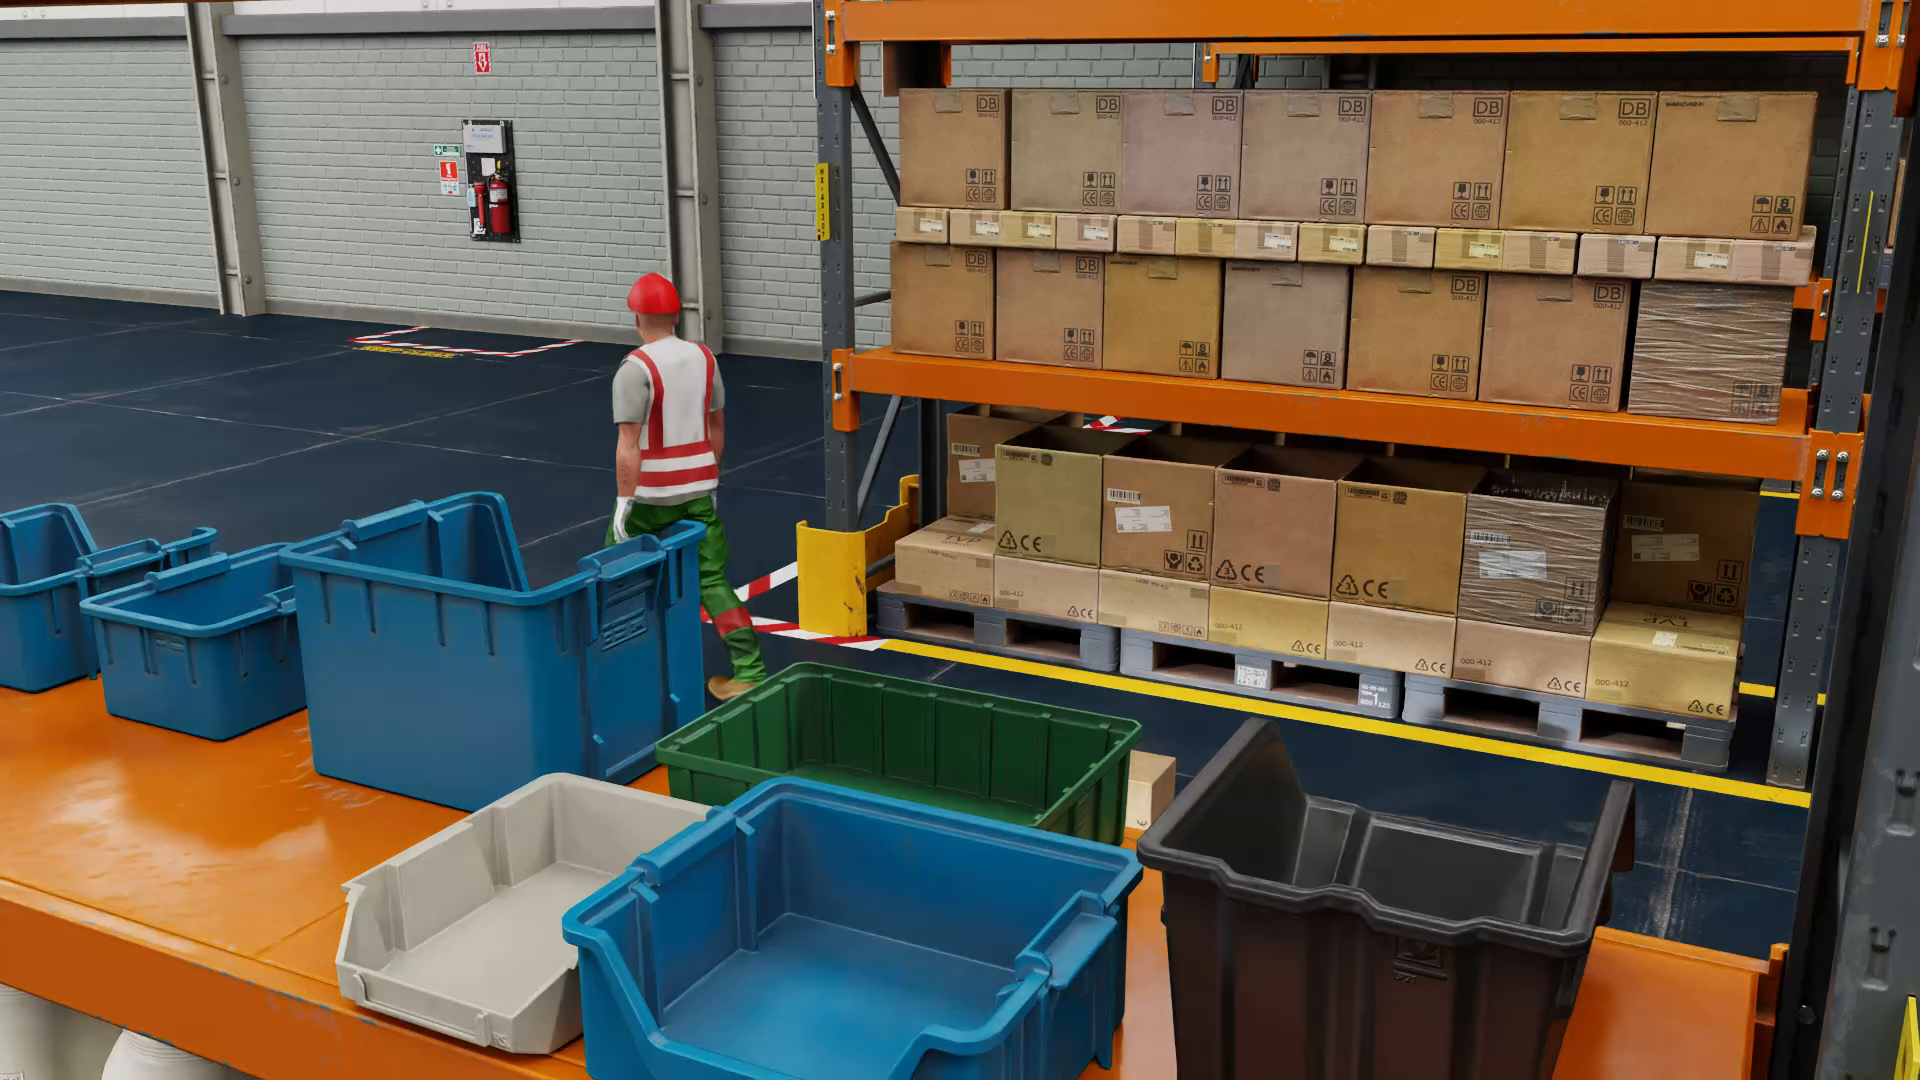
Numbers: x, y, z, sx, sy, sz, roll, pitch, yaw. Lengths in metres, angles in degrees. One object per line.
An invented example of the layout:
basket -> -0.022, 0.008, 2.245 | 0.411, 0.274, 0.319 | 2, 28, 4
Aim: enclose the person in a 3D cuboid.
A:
person -> -1.226, -0.210, 6.780 | 0.644, 1.732, 1.101 | -14, 21, -41
